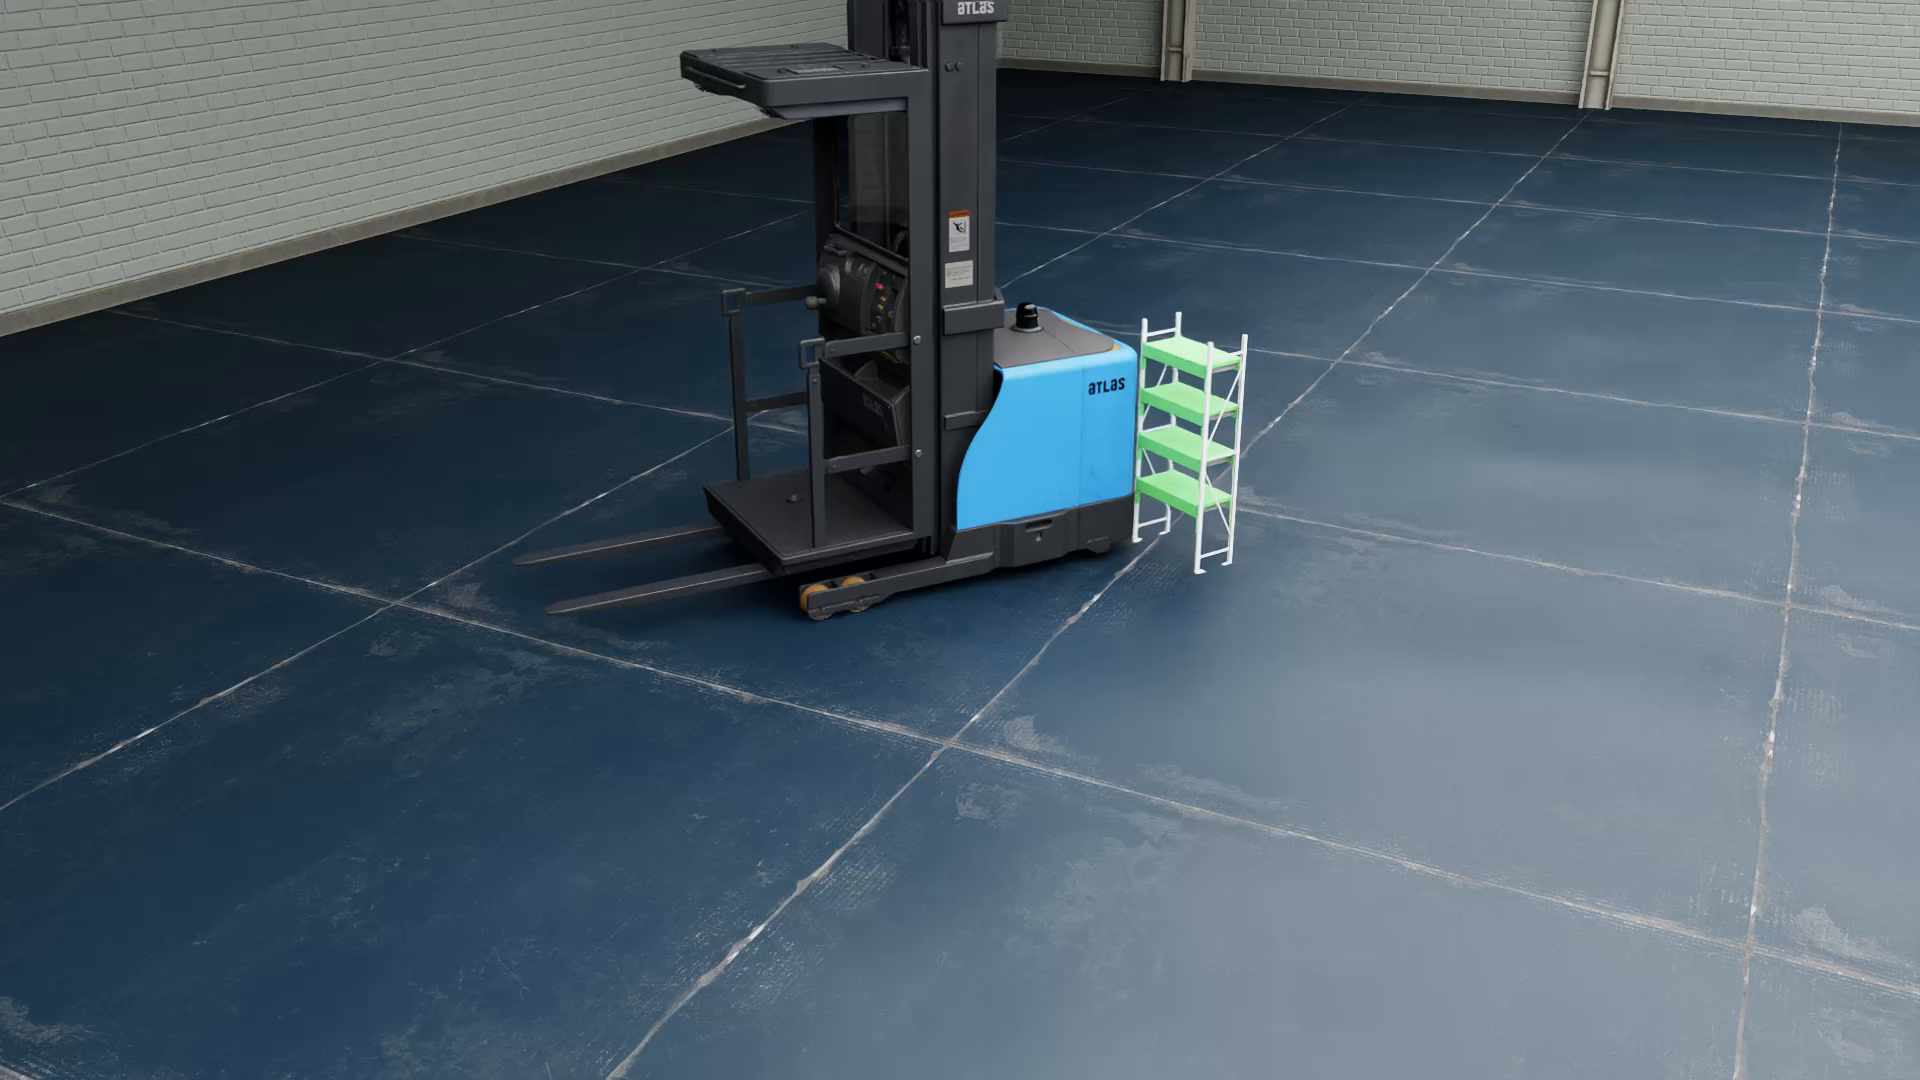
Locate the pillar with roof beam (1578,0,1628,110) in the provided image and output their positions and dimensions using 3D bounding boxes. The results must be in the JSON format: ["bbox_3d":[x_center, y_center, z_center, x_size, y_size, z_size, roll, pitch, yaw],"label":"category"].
[{"bbox_3d":[6.664,-8.502,17.243,0.400,9.000,9.100,11,25,25],"label":"pillar with roof beam"}]

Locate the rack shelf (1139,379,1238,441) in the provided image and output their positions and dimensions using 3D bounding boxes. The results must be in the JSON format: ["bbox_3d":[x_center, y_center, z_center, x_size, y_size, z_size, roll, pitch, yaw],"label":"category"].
[{"bbox_3d":[1.145,-0.652,8.299,0.258,0.148,0.480,-15,27,-31],"label":"rack shelf"}]

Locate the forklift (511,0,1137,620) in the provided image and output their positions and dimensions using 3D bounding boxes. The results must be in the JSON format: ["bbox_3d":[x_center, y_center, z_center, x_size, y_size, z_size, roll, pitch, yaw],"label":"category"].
[{"bbox_3d":[-0.651,-1.205,7.839,3.031,2.935,1.130,-12,26,-25],"label":"forklift"}]

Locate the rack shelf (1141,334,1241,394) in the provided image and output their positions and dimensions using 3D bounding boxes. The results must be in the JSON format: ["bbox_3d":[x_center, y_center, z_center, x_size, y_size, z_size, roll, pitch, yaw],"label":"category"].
[{"bbox_3d":[1.145,-0.873,8.206,0.258,0.148,0.480,-15,27,-31],"label":"rack shelf"}]

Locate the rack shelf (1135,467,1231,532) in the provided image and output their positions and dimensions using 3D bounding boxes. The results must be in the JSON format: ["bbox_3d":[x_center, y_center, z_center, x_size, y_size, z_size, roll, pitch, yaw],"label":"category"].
[{"bbox_3d":[1.145,-0.210,8.487,0.258,0.148,0.480,-15,27,-31],"label":"rack shelf"}]

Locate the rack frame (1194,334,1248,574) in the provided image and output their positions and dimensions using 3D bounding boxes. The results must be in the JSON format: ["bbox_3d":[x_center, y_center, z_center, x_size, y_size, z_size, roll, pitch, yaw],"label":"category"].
[{"bbox_3d":[1.281,-0.410,8.181,0.240,1.200,0.015,-15,27,-31],"label":"rack frame"}]

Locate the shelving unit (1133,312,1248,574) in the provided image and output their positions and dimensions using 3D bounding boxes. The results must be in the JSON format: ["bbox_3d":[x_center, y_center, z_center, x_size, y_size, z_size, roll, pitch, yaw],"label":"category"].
[{"bbox_3d":[1.145,-0.490,8.368,0.258,1.200,0.503,-15,27,-31],"label":"shelving unit"}]

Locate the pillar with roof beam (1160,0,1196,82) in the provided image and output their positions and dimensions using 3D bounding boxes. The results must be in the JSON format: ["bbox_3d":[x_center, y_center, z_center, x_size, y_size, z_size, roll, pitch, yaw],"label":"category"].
[{"bbox_3d":[1.310,-9.562,19.735,0.400,9.000,9.100,11,25,25],"label":"pillar with roof beam"}]

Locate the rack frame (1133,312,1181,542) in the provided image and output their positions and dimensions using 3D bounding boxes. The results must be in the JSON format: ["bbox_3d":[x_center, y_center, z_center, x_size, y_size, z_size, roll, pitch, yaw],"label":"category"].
[{"bbox_3d":[1.010,-0.569,8.555,0.240,1.200,0.015,-15,27,-31],"label":"rack frame"}]

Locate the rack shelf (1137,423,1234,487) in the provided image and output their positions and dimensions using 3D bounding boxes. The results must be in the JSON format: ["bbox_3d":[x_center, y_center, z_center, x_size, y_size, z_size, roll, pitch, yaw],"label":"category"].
[{"bbox_3d":[1.145,-0.431,8.393,0.258,0.148,0.480,-15,27,-31],"label":"rack shelf"}]
